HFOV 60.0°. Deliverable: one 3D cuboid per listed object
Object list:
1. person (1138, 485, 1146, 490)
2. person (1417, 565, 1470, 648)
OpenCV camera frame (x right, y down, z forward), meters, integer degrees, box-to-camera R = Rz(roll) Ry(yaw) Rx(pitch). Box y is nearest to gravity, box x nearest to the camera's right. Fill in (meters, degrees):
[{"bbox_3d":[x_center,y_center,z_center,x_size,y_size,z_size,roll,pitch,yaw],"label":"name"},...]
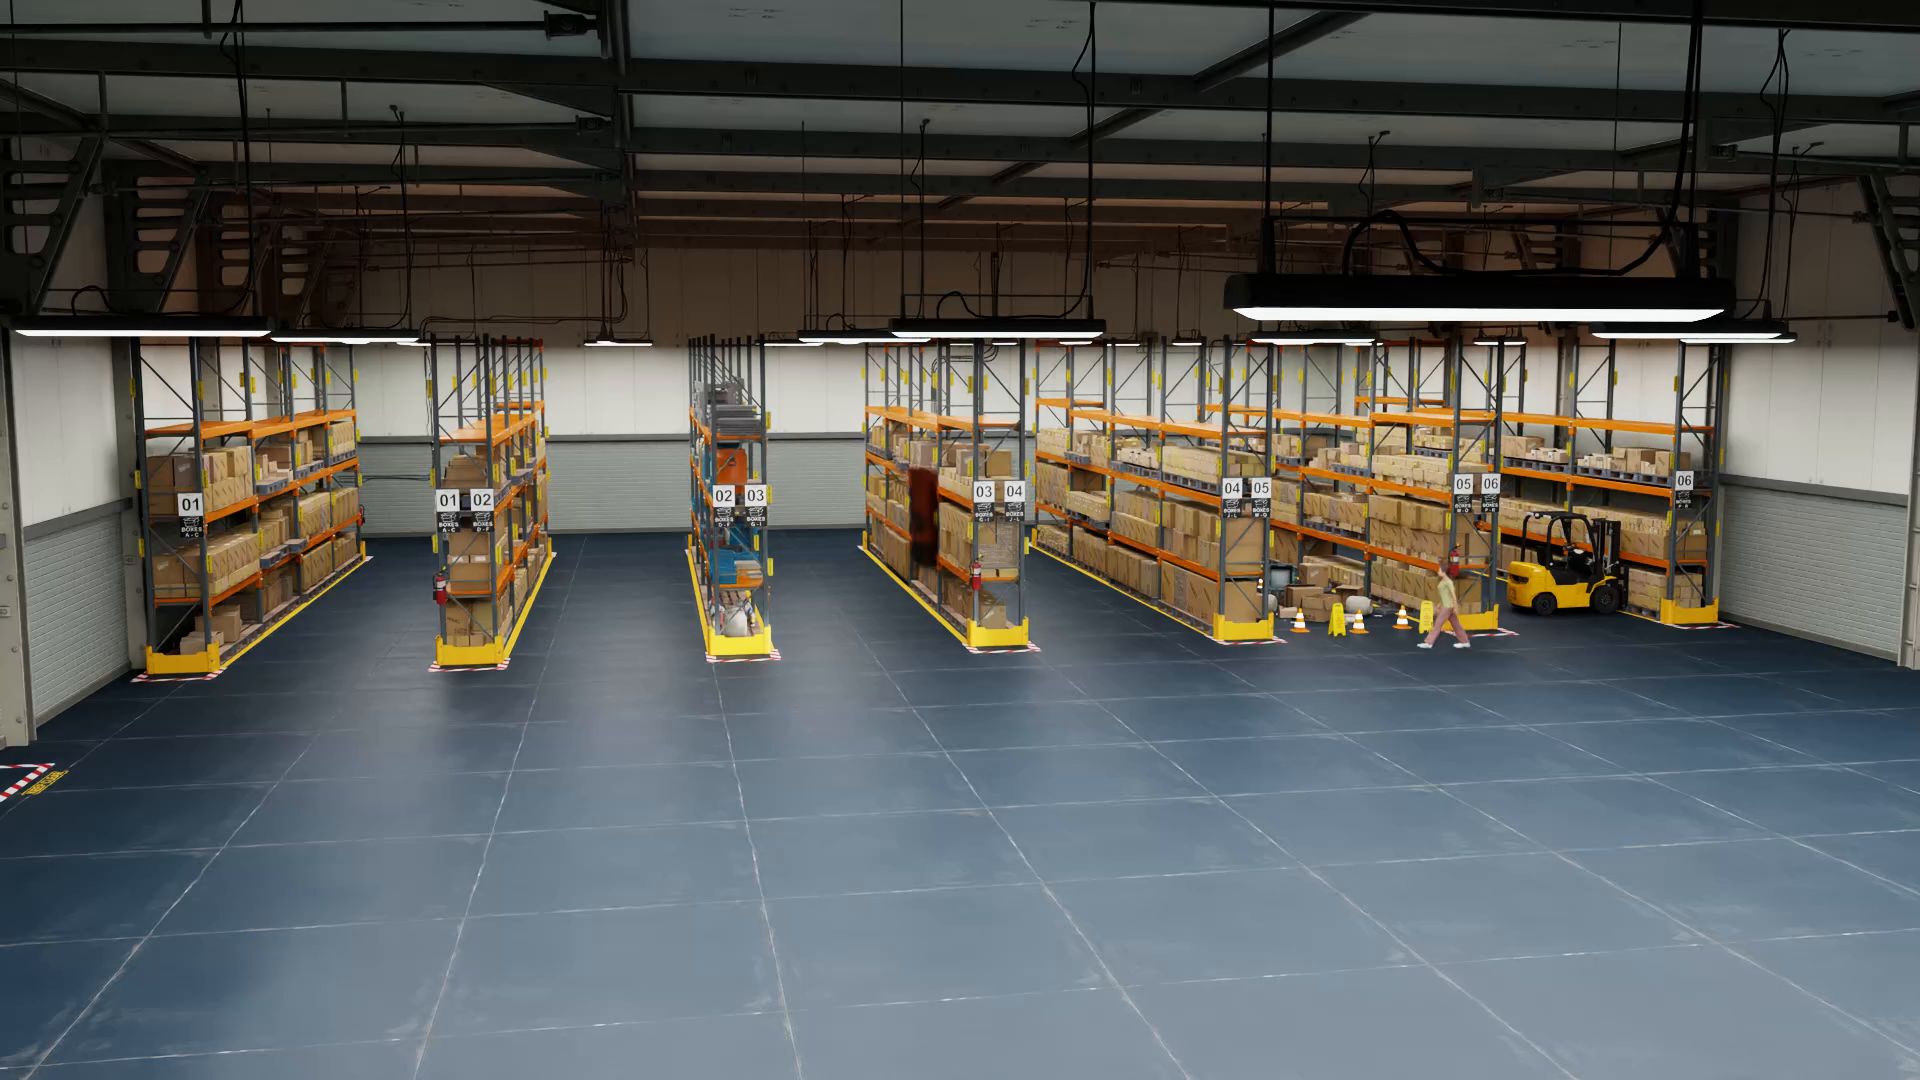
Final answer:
[{"bbox_3d":[5.421,-0.799,49.321,0.995,1.700,0.527,2,7,14],"label":"person"},{"bbox_3d":[9.253,1.265,31.771,1.025,1.597,0.488,1,7,4],"label":"person"}]
